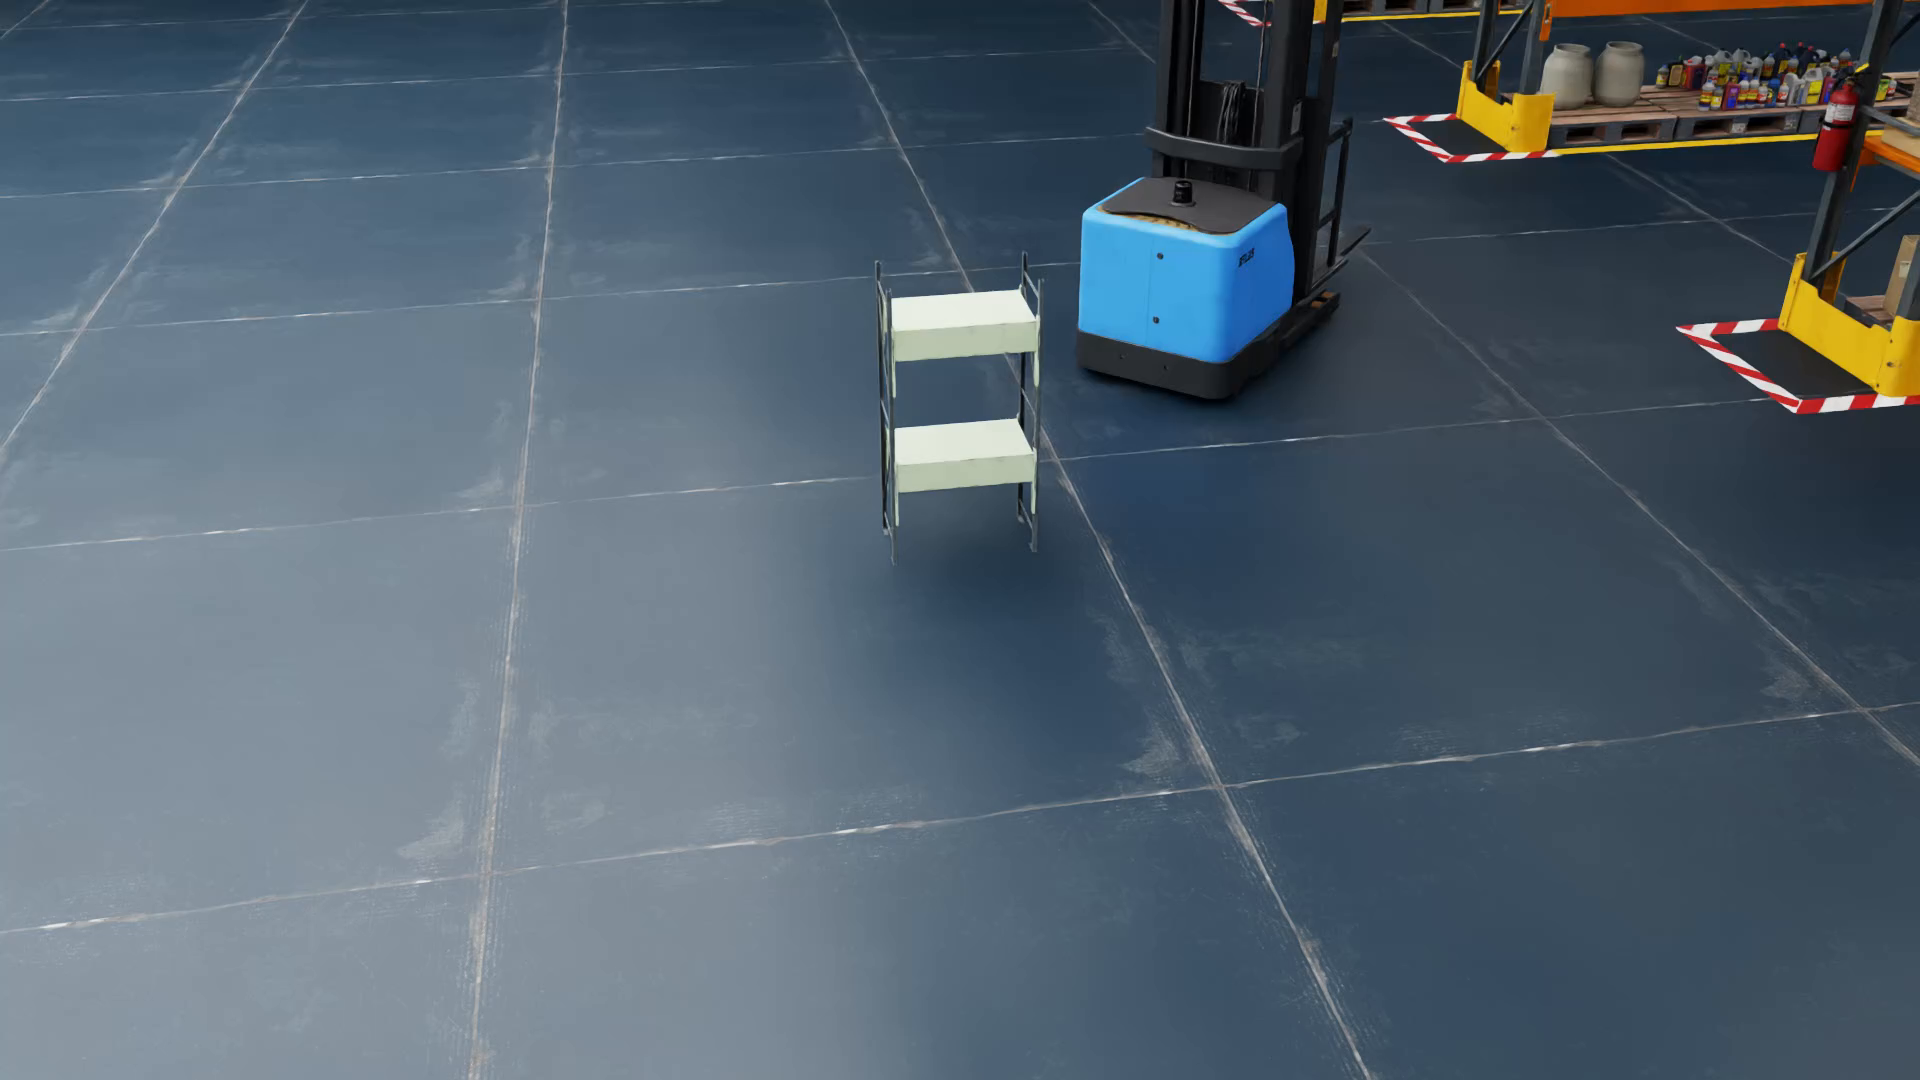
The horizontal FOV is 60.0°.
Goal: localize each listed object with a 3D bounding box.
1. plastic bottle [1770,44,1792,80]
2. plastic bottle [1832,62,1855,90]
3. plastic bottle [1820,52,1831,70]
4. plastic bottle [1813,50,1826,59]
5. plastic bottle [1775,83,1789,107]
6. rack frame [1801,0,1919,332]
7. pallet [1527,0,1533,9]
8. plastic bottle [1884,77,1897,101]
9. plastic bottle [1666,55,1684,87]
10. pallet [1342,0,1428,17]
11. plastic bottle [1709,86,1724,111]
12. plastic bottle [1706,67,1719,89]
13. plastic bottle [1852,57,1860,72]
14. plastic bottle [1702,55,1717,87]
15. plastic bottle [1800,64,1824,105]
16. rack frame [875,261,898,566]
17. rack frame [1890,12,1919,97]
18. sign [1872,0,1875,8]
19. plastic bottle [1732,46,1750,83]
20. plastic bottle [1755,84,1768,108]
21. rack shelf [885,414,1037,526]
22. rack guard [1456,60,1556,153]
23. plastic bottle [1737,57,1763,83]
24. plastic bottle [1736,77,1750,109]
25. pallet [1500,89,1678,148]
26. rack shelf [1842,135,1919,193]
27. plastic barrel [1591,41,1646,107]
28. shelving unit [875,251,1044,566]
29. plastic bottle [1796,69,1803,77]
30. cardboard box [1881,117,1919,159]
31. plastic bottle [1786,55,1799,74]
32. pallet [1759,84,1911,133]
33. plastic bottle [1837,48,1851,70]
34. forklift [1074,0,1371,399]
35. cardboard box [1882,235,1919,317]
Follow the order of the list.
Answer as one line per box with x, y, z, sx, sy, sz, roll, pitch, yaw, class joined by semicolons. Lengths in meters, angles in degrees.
7.679;-4.465;15.564;0.185;0.351;0.144;-7;31;-11;plastic bottle
7.964;-4.129;14.993;0.185;0.351;0.144;-7;31;-11;plastic bottle
8.048;-4.414;15.542;0.133;0.283;0.061;-5;31;-9;plastic bottle
8.028;-4.463;15.634;0.135;0.276;0.152;-4;31;-7;plastic bottle
7.374;-3.998;14.917;0.097;0.201;0.097;0;30;0;plastic bottle
5.691;-2.467;9.986;0.127;3.000;1.000;-5;31;-9;rack frame
7.056;-6.518;19.626;1.213;0.211;1.003;-5;31;-9;pallet
8.433;-4.096;15.084;0.097;0.201;0.097;0;30;0;plastic bottle
6.639;-4.361;15.453;0.133;0.283;0.061;-5;31;-8;plastic bottle
4.655;-6.295;19.247;1.213;0.211;1.003;-5;31;-9;pallet
6.741;-3.939;14.817;0.097;0.201;0.097;0;30;0;plastic bottle
6.957;-4.267;15.375;0.097;0.201;0.097;0;30;0;plastic bottle
8.126;-4.219;15.145;0.185;0.351;0.144;-5;31;-9;plastic bottle
6.916;-4.360;15.459;0.135;0.276;0.152;-6;31;-10;plastic bottle
7.646;-4.100;14.942;0.185;0.351;0.144;-5;31;-9;plastic bottle
-0.367;-0.612;8.312;0.023;1.500;0.400;-5;31;-9;rack frame
8.734;-5.302;14.807;0.127;3.000;1.000;-5;31;-9;rack frame
5.611;-3.381;10.086;0.005;0.325;0.100;-5;31;-9;sign
7.261;-4.426;15.498;0.185;0.351;0.144;-6;31;-9;plastic bottle
7.172;-3.979;14.885;0.097;0.201;0.097;0;30;0;plastic bottle
-0.007;-0.365;8.534;0.720;0.370;0.431;-5;31;-9;rack shelf
4.866;-3.889;14.871;0.348;0.500;1.175;-5;31;-9;rack guard
7.313;-4.323;15.395;0.135;0.276;0.152;-5;31;-9;plastic bottle
6.976;-3.991;14.836;0.097;0.271;0.097;0;30;0;plastic bottle
5.666;-3.836;15.066;1.213;0.211;1.003;-5;31;-9;pallet
7.659;-2.339;10.479;4.000;0.370;1.077;-5;31;-9;rack shelf
5.926;-4.189;14.955;0.421;0.512;0.421;0;30;0;plastic barrel
-0.007;-0.646;8.369;0.755;1.500;0.431;-5;31;-9;shelving unit
7.602;-4.119;15.042;0.133;0.283;0.061;-5;31;-9;plastic bottle
5.935;-2.488;10.269;0.250;0.149;0.380;-5;31;-9;cardboard box
7.744;-4.375;15.488;0.097;0.271;0.097;0;30;0;plastic bottle
8.066;-4.059;15.445;1.213;0.211;1.003;-5;31;-9;pallet
8.341;-4.505;15.709;0.097;0.271;0.097;0;30;0;plastic bottle
1.935;-2.820;10.655;1.130;2.935;3.031;18;35;27;forklift
6.309;-1.619;10.596;0.500;0.500;0.500;0;30;0;cardboard box
